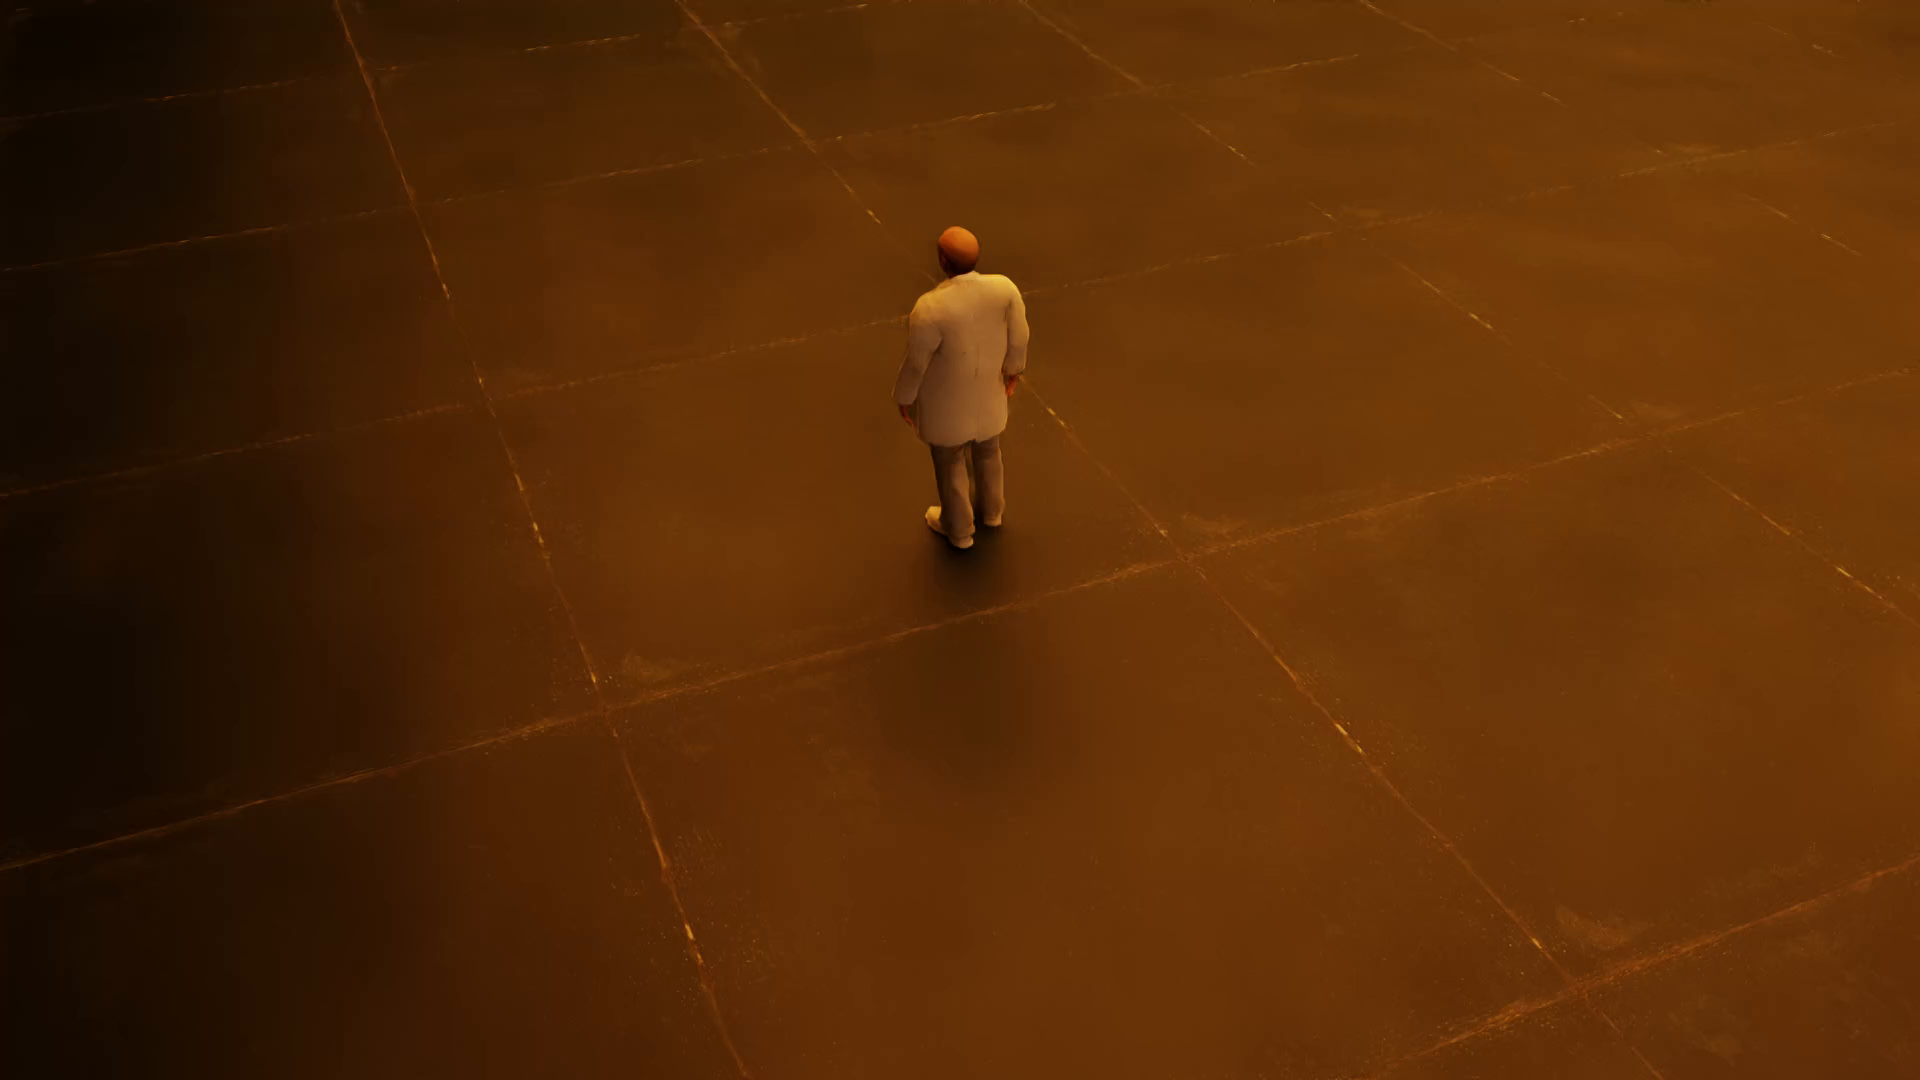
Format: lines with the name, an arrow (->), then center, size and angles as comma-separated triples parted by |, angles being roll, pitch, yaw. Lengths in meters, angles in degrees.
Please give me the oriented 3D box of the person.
person -> -0.031, -0.780, 8.178 | 0.694, 1.776, 0.579 | -14, 38, -19
